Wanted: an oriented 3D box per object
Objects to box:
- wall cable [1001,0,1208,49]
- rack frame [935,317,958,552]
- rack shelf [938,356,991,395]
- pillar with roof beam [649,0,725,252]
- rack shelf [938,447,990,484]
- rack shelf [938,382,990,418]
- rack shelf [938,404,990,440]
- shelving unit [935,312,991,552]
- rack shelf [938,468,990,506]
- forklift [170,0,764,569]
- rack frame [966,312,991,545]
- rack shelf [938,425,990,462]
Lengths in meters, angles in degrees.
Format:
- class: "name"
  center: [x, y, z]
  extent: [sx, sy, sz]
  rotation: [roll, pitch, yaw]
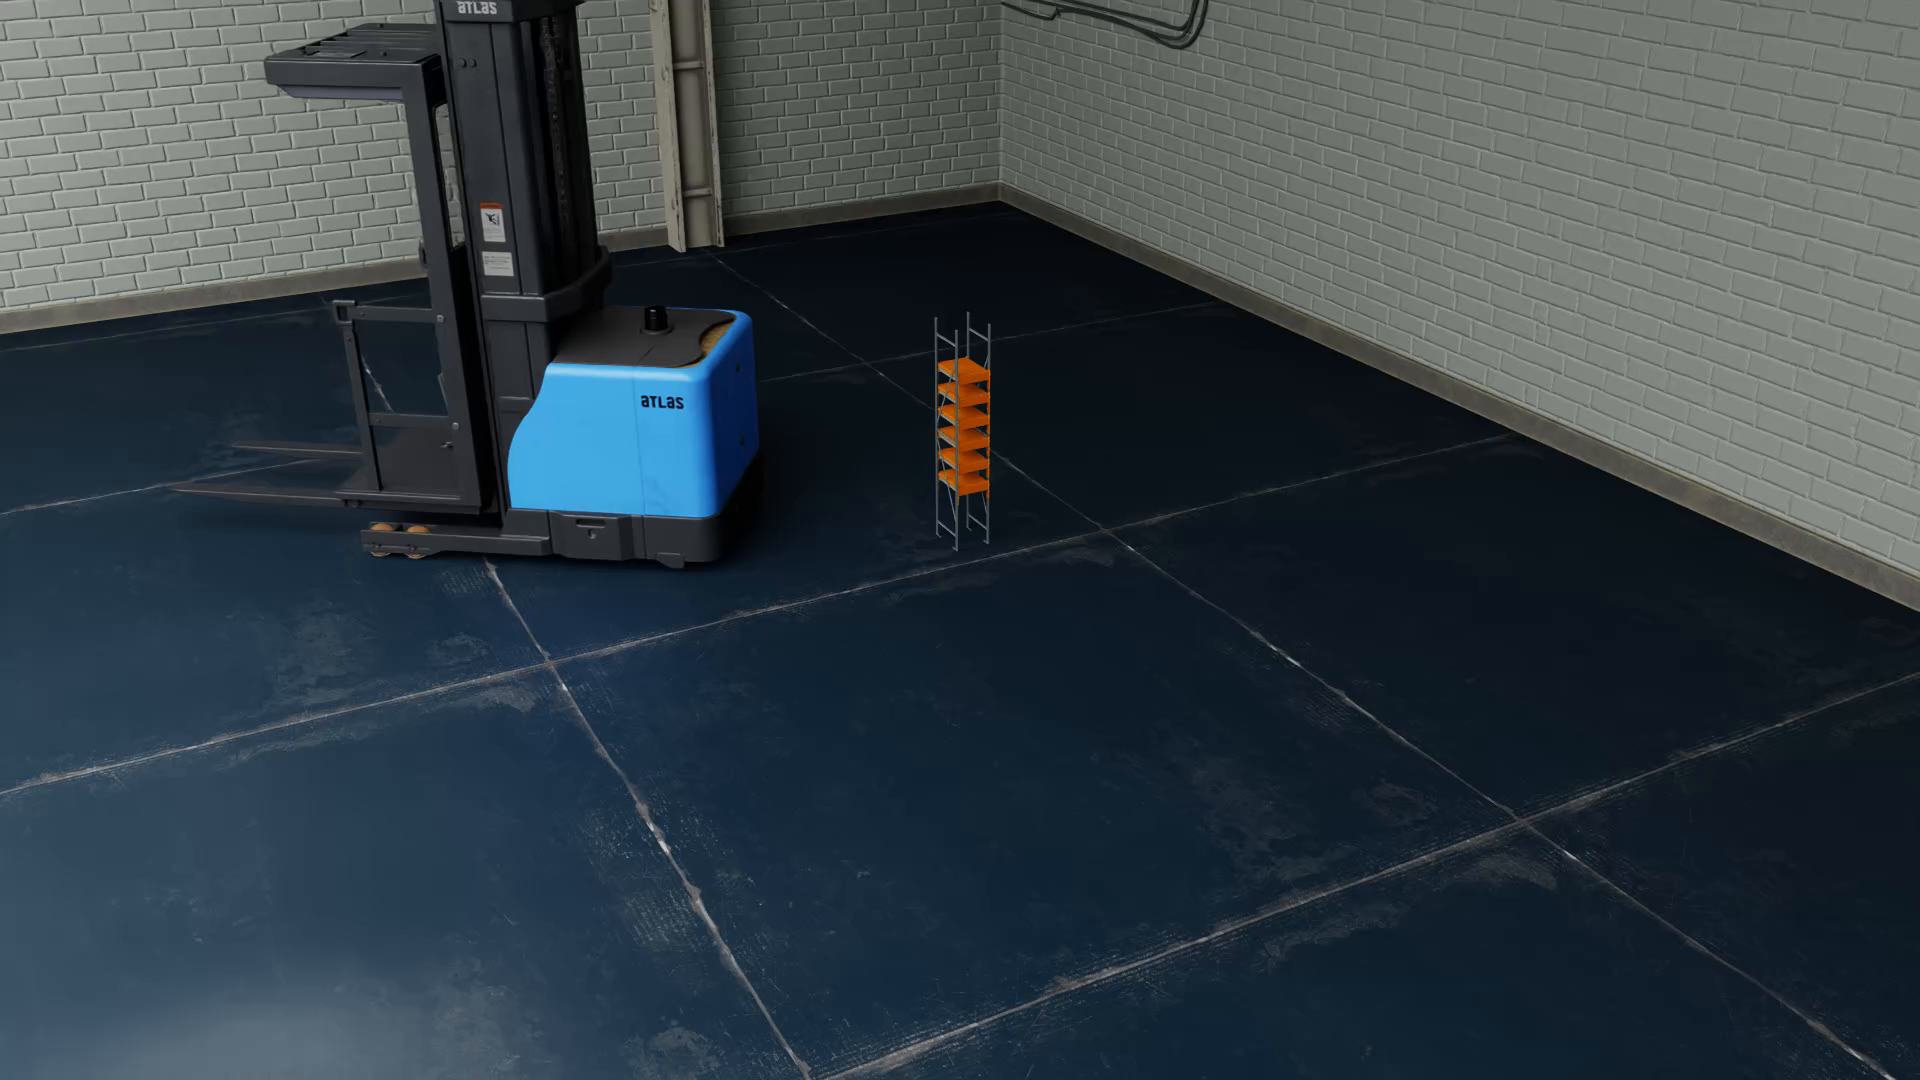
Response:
- class: "wall cable"
  center: [1.021, -5.215, 12.803]
  extent: [0.112, 2.526, 3.097]
  rotation: [-13, 29, -25]
- class: "rack frame"
  center: [-0.068, -0.525, 8.458]
  extent: [0.006, 1.200, 0.240]
  rotation: [-13, 29, -25]
- class: "rack shelf"
  center: [0.013, -0.828, 8.360]
  extent: [0.180, 0.103, 0.258]
  rotation: [-13, 29, -25]
- class: "pillar with roof beam"
  center: [-0.175, -4.876, 8.509]
  extent: [0.400, 9.000, 9.100]
  rotation: [-13, 29, -25]
- class: "rack shelf"
  center: [0.013, -0.396, 8.568]
  extent: [0.180, 0.103, 0.258]
  rotation: [-13, 29, -25]
- class: "rack shelf"
  center: [0.013, -0.720, 8.412]
  extent: [0.180, 0.103, 0.258]
  rotation: [-13, 29, -25]
- class: "rack shelf"
  center: [0.013, -0.612, 8.464]
  extent: [0.180, 0.103, 0.258]
  rotation: [-13, 29, -25]
- class: "shelving unit"
  center: [0.013, -0.544, 8.496]
  extent: [0.189, 1.200, 0.258]
  rotation: [-13, 29, -25]
- class: "rack shelf"
  center: [0.013, -0.287, 8.620]
  extent: [0.180, 0.103, 0.258]
  rotation: [-13, 29, -25]
- class: "forklift"
  center: [-2.640, -1.447, 8.378]
  extent: [3.031, 2.935, 1.130]
  rotation: [3, 26, 7]
- class: "rack frame"
  center: [0.094, -0.562, 8.535]
  extent: [0.006, 1.200, 0.240]
  rotation: [-13, 29, -25]
- class: "rack shelf"
  center: [0.013, -0.504, 8.516]
  extent: [0.180, 0.103, 0.258]
  rotation: [-13, 29, -25]
